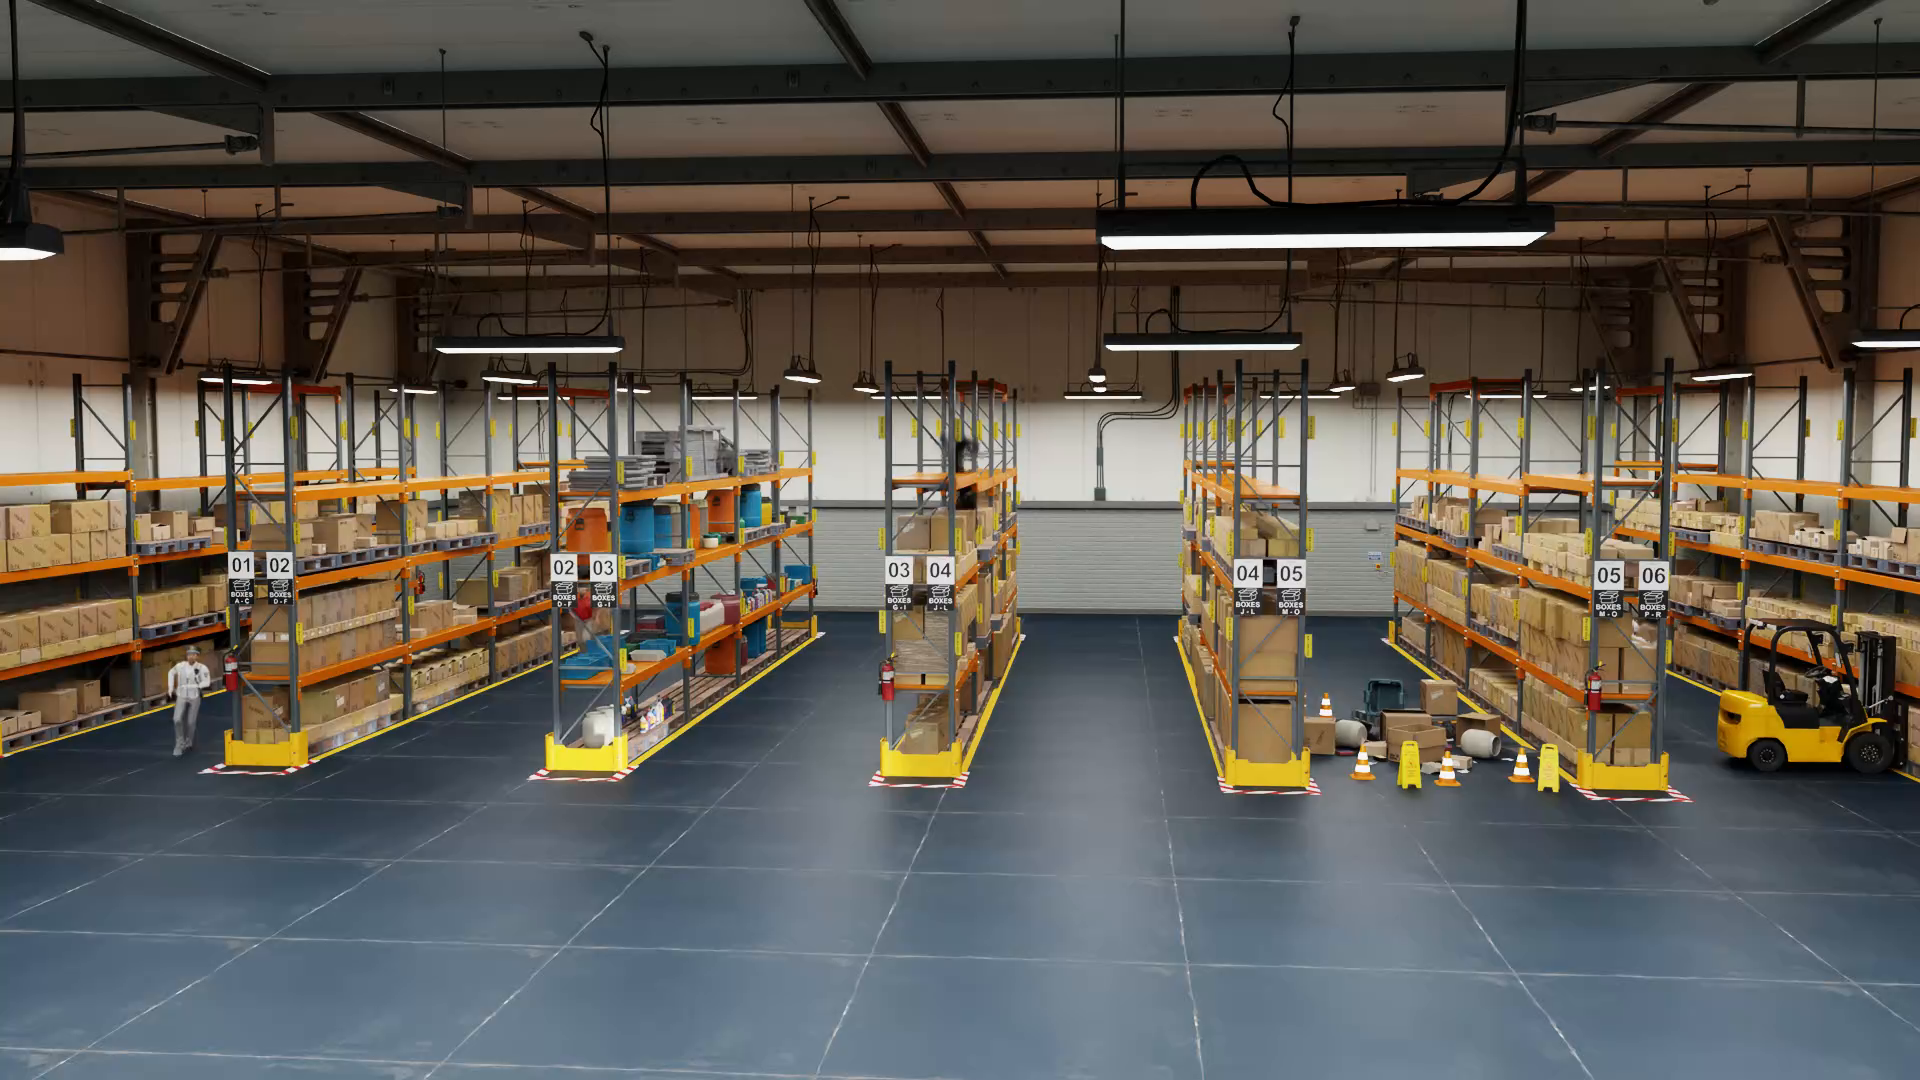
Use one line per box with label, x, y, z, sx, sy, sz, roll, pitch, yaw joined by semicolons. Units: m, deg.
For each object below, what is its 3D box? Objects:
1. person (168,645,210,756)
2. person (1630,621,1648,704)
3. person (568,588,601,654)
person;-11.974;2.482;25.842;0.633;1.721;0.673;-1;4;-16
person;11.514;2.257;28.507;0.642;1.740;0.846;0;4;-3
person;-8.009;1.833;35.318;0.615;1.769;0.832;0;4;7
